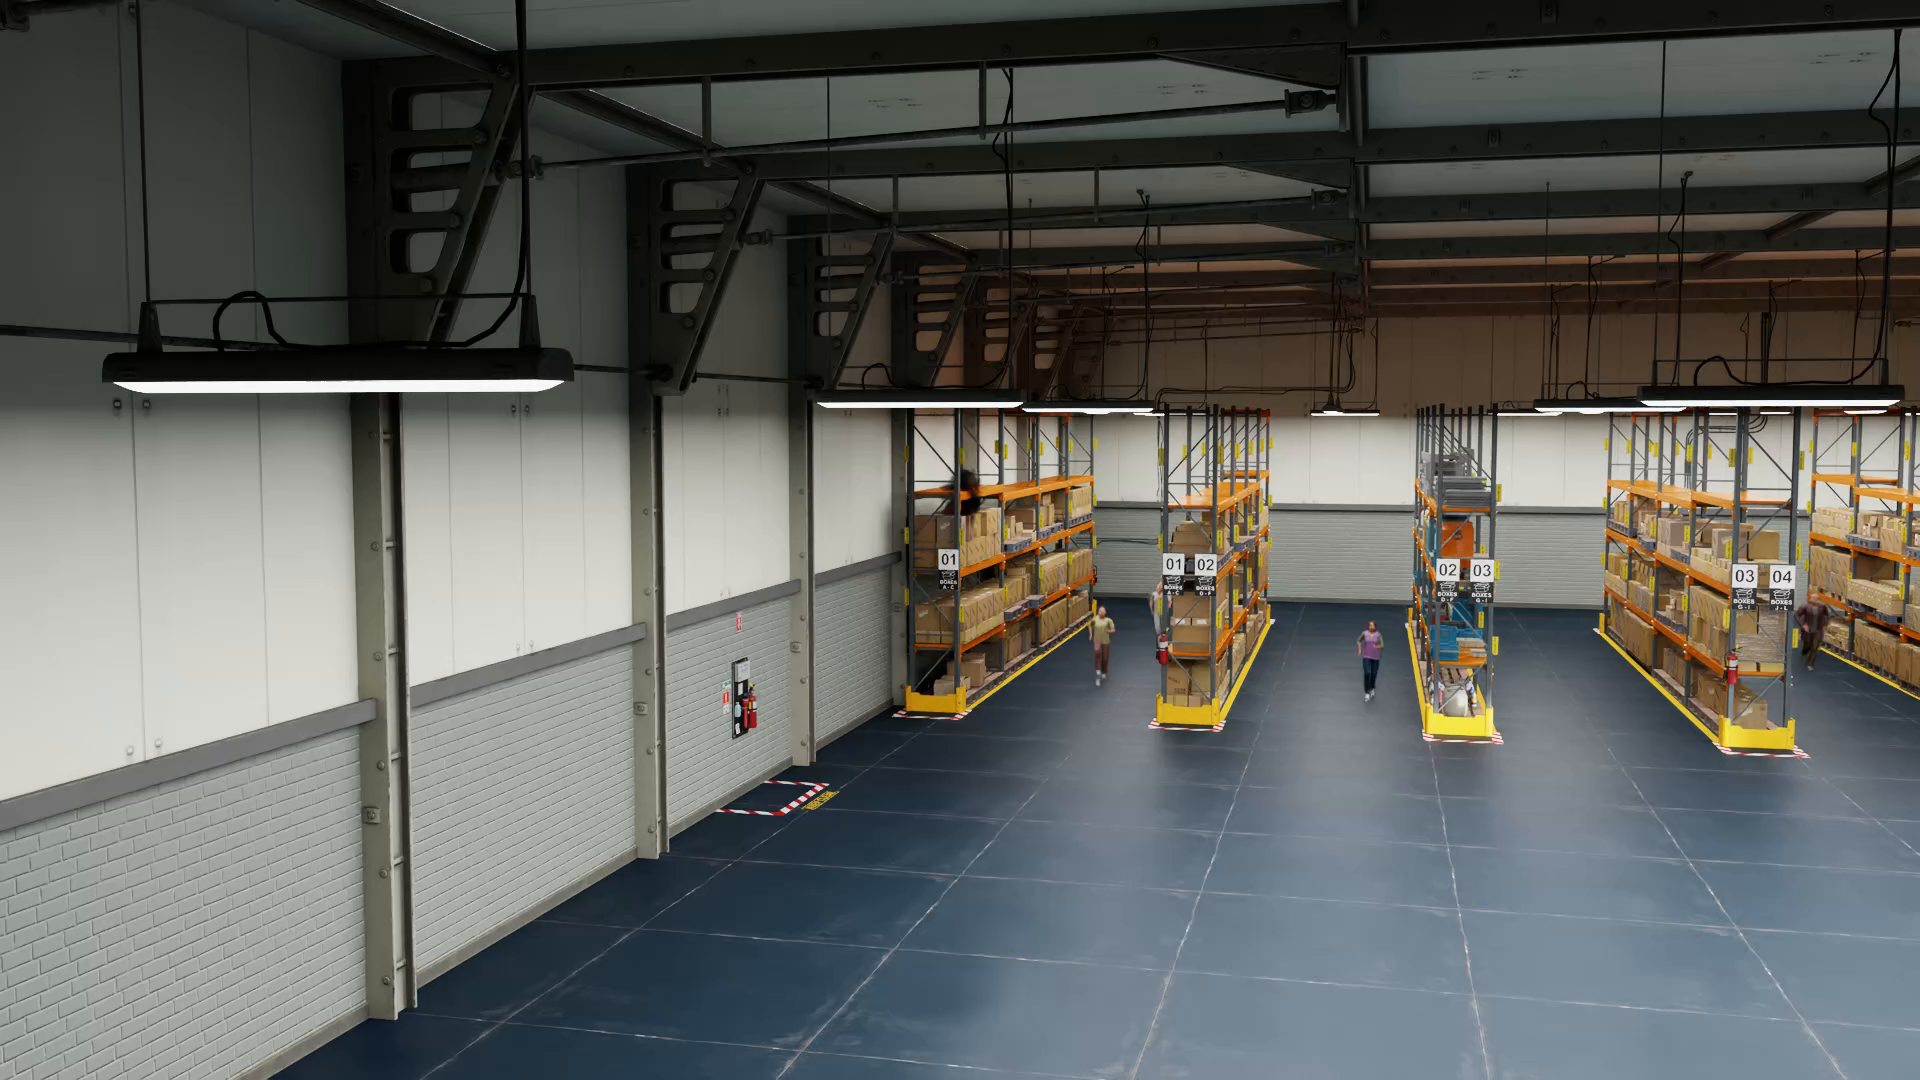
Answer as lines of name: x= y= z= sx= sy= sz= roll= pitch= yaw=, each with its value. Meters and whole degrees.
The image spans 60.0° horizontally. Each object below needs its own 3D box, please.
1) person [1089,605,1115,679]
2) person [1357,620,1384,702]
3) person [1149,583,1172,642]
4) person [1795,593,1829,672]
person: x=3.056 y=2.210 z=35.899 sx=0.554 sy=1.600 sz=0.906 roll=0 pitch=4 yaw=4
person: x=8.381 y=2.446 z=33.934 sx=0.510 sy=1.642 sz=0.733 roll=1 pitch=4 yaw=7
person: x=5.033 y=1.879 z=41.731 sx=0.589 sy=1.647 sz=0.790 roll=1 pitch=4 yaw=19
person: x=19.496 y=2.090 z=38.051 sx=0.739 sy=1.762 sz=0.905 roll=1 pitch=4 yaw=15
